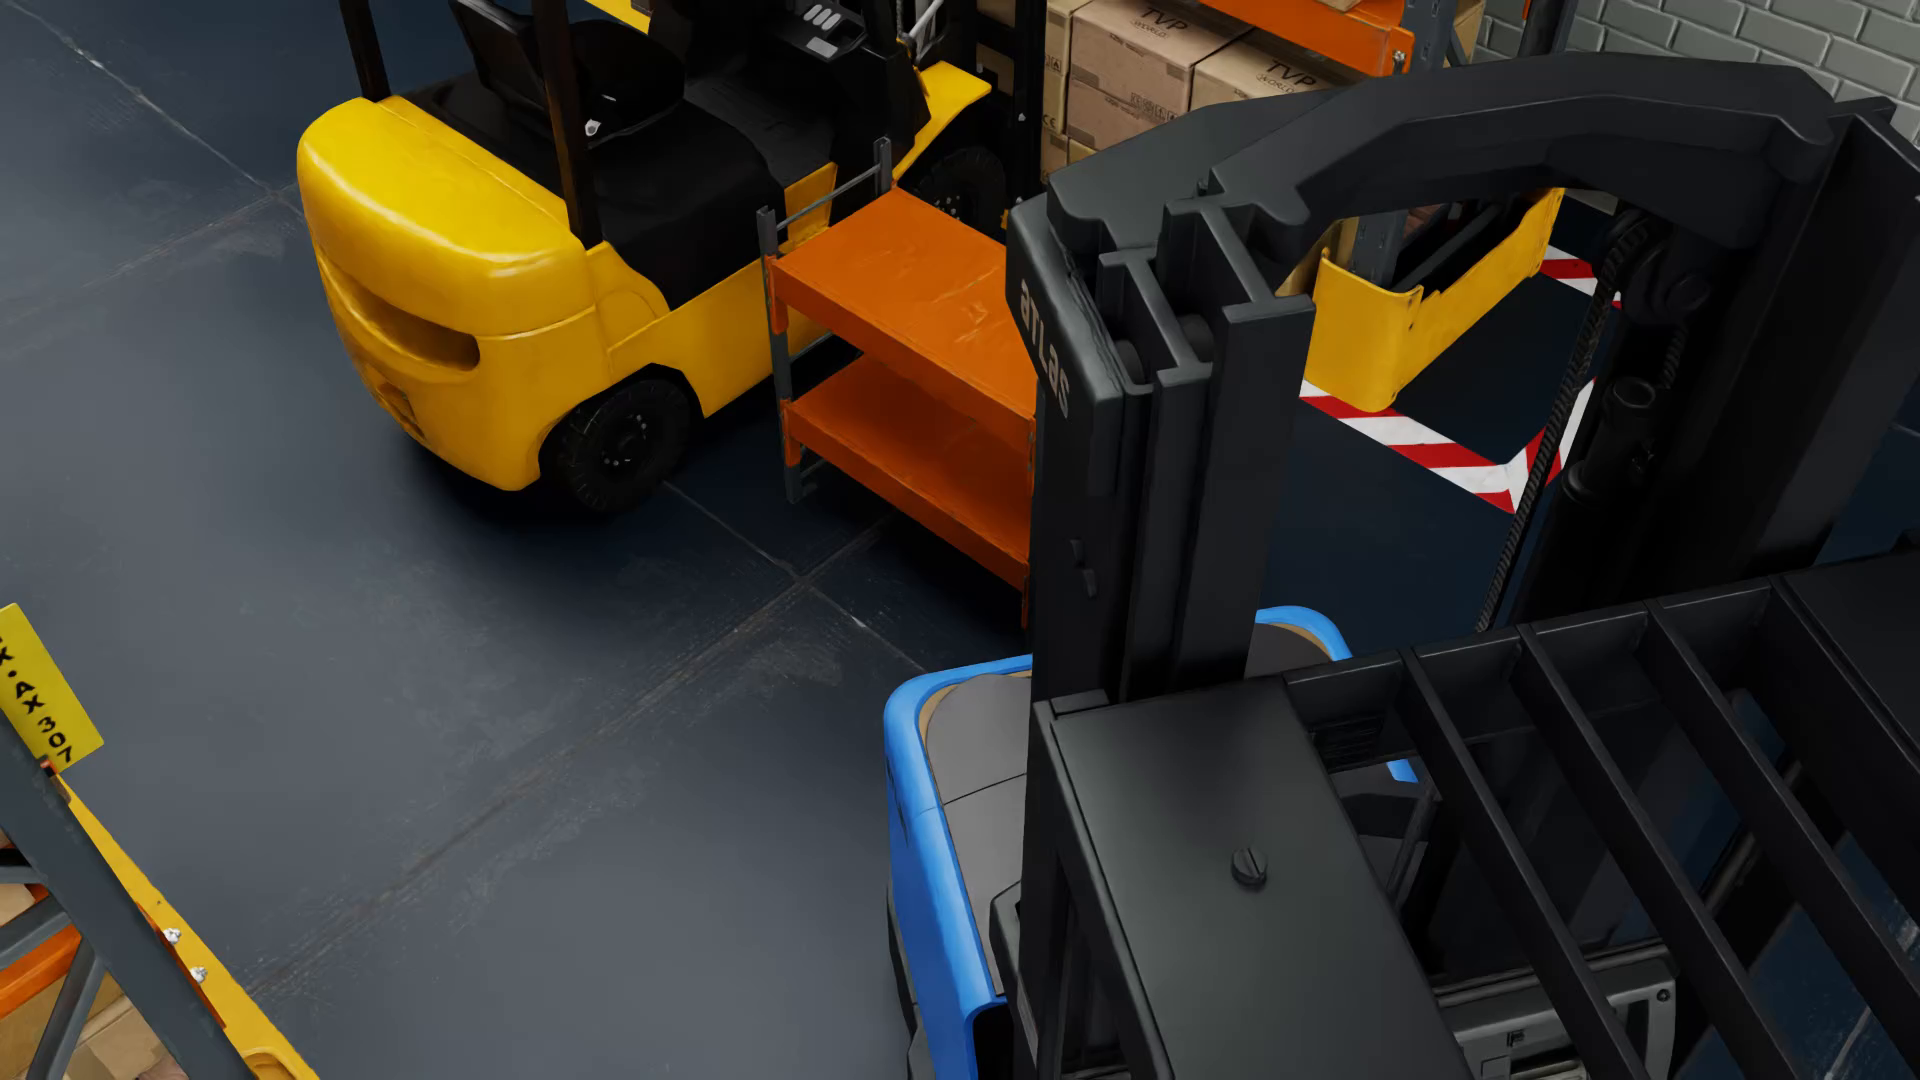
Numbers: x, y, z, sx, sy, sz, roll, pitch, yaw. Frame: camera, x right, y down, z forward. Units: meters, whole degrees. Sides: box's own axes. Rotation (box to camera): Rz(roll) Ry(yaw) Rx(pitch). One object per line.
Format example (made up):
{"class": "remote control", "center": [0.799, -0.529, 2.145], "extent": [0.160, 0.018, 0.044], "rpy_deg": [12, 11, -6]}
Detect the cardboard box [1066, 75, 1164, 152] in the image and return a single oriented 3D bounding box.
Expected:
{"class": "cardboard box", "center": [0.728, -1.551, 5.904], "extent": [0.500, 0.250, 0.500], "rpy_deg": [33, 55, 27]}

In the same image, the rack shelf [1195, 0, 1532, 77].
{"class": "rack shelf", "center": [0.190, -2.593, 6.120], "extent": [4.000, 0.370, 1.077], "rpy_deg": [34, 55, 28]}

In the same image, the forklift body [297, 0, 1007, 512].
{"class": "forklift body", "center": [-0.971, -1.520, 5.202], "extent": [1.214, 2.155, 2.313], "rpy_deg": [34, 55, 28]}

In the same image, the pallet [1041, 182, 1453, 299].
{"class": "pallet", "center": [1.069, -1.251, 6.280], "extent": [1.213, 0.211, 1.003], "rpy_deg": [34, 55, 28]}

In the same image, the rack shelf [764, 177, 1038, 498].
{"class": "rack shelf", "center": [-0.005, -0.589, 4.630], "extent": [1.000, 0.278, 0.538], "rpy_deg": [34, 55, 28]}

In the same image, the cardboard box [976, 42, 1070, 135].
{"class": "cardboard box", "center": [0.335, -1.795, 6.133], "extent": [0.500, 0.250, 0.500], "rpy_deg": [33, 55, 27]}

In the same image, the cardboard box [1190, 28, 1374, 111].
{"class": "cardboard box", "center": [1.109, -1.455, 5.471], "extent": [0.500, 0.250, 0.500], "rpy_deg": [36, 56, 29]}

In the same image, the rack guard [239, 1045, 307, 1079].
{"class": "rack guard", "center": [-1.760, 1.629, 3.378], "extent": [0.348, 0.500, 1.175], "rpy_deg": [34, 55, 28]}

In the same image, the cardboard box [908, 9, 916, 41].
{"class": "cardboard box", "center": [-0.030, -2.044, 6.367], "extent": [0.500, 0.250, 0.500], "rpy_deg": [34, 55, 28]}

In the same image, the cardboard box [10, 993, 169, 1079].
{"class": "cardboard box", "center": [-2.110, 1.061, 3.794], "extent": [0.500, 0.250, 0.500], "rpy_deg": [33, 55, 27]}

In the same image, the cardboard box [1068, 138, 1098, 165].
{"class": "cardboard box", "center": [0.741, -1.367, 6.074], "extent": [0.500, 0.250, 0.500], "rpy_deg": [34, 55, 28]}

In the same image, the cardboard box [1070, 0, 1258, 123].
{"class": "cardboard box", "center": [0.730, -1.705, 5.705], "extent": [0.500, 0.250, 0.500], "rpy_deg": [35, 56, 28]}

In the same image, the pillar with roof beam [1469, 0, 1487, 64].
{"class": "pillar with roof beam", "center": [-1.161, -2.424, 1.354], "extent": [0.400, 9.000, 9.100], "rpy_deg": [34, 55, 28]}

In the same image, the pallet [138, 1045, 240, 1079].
{"class": "pallet", "center": [-2.333, 1.307, 3.878], "extent": [1.213, 0.211, 1.003], "rpy_deg": [34, 55, 28]}

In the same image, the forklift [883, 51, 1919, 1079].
{"class": "forklift", "center": [0.671, 0.990, 2.310], "extent": [1.130, 2.935, 3.031], "rpy_deg": [-10, 48, -9]}

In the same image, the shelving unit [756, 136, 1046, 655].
{"class": "shelving unit", "center": [-0.005, -0.388, 4.843], "extent": [1.048, 1.125, 0.538], "rpy_deg": [34, 55, 28]}

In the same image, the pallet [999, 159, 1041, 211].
{"class": "pallet", "center": [0.177, -1.855, 6.846], "extent": [1.213, 0.211, 1.003], "rpy_deg": [34, 55, 28]}

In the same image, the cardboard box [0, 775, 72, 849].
{"class": "cardboard box", "center": [-1.864, 0.292, 2.646], "extent": [0.500, 0.500, 0.500], "rpy_deg": [33, 55, 27]}

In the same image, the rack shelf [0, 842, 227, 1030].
{"class": "rack shelf", "center": [-3.174, 0.068, 3.622], "extent": [4.000, 0.370, 1.077], "rpy_deg": [34, 55, 28]}

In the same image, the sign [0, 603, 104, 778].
{"class": "sign", "center": [-1.337, 0.224, 2.388], "extent": [0.005, 0.325, 0.100], "rpy_deg": [34, 55, 28]}

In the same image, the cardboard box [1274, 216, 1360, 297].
{"class": "cardboard box", "center": [1.100, -1.116, 5.838], "extent": [0.500, 0.250, 0.500], "rpy_deg": [34, 56, 28]}

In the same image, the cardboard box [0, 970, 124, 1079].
{"class": "cardboard box", "center": [-2.127, 0.793, 3.531], "extent": [0.500, 0.500, 0.500], "rpy_deg": [32, 55, 27]}

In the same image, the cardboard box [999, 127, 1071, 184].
{"class": "cardboard box", "center": [0.379, -1.619, 6.310], "extent": [0.500, 0.250, 0.500], "rpy_deg": [35, 56, 28]}

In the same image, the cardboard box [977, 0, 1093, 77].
{"class": "cardboard box", "center": [0.353, -1.949, 5.935], "extent": [0.500, 0.250, 0.500], "rpy_deg": [35, 56, 28]}

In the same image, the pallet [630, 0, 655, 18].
{"class": "pallet", "center": [-0.724, -2.458, 7.413], "extent": [1.213, 0.211, 1.003], "rpy_deg": [34, 55, 28]}

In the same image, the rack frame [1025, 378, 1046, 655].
{"class": "rack frame", "center": [0.369, -0.137, 4.607], "extent": [0.032, 1.125, 0.500], "rpy_deg": [34, 55, 28]}

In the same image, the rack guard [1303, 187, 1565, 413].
{"class": "rack guard", "center": [1.677, -0.983, 5.830], "extent": [0.348, 0.500, 1.175], "rpy_deg": [34, 55, 28]}

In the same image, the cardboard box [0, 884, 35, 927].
{"class": "cardboard box", "center": [-1.814, 0.618, 2.784], "extent": [0.250, 0.149, 0.380], "rpy_deg": [34, 55, 28]}

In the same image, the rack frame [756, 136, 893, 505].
{"class": "rack frame", "center": [-0.379, -0.640, 5.079], "extent": [0.032, 1.125, 0.500], "rpy_deg": [34, 55, 28]}

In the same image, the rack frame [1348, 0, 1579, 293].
{"class": "rack frame", "center": [1.659, -1.850, 4.930], "extent": [0.127, 3.000, 1.000], "rpy_deg": [34, 55, 28]}

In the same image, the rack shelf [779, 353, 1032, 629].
{"class": "rack shelf", "center": [-0.005, -0.221, 5.021], "extent": [1.000, 0.278, 0.538], "rpy_deg": [34, 55, 28]}

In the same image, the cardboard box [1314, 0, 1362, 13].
{"class": "cardboard box", "center": [1.120, -1.987, 4.989], "extent": [0.500, 0.500, 0.500], "rpy_deg": [33, 55, 27]}

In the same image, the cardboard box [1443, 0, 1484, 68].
{"class": "cardboard box", "center": [1.435, -1.734, 5.733], "extent": [0.500, 0.250, 0.500], "rpy_deg": [33, 55, 27]}
